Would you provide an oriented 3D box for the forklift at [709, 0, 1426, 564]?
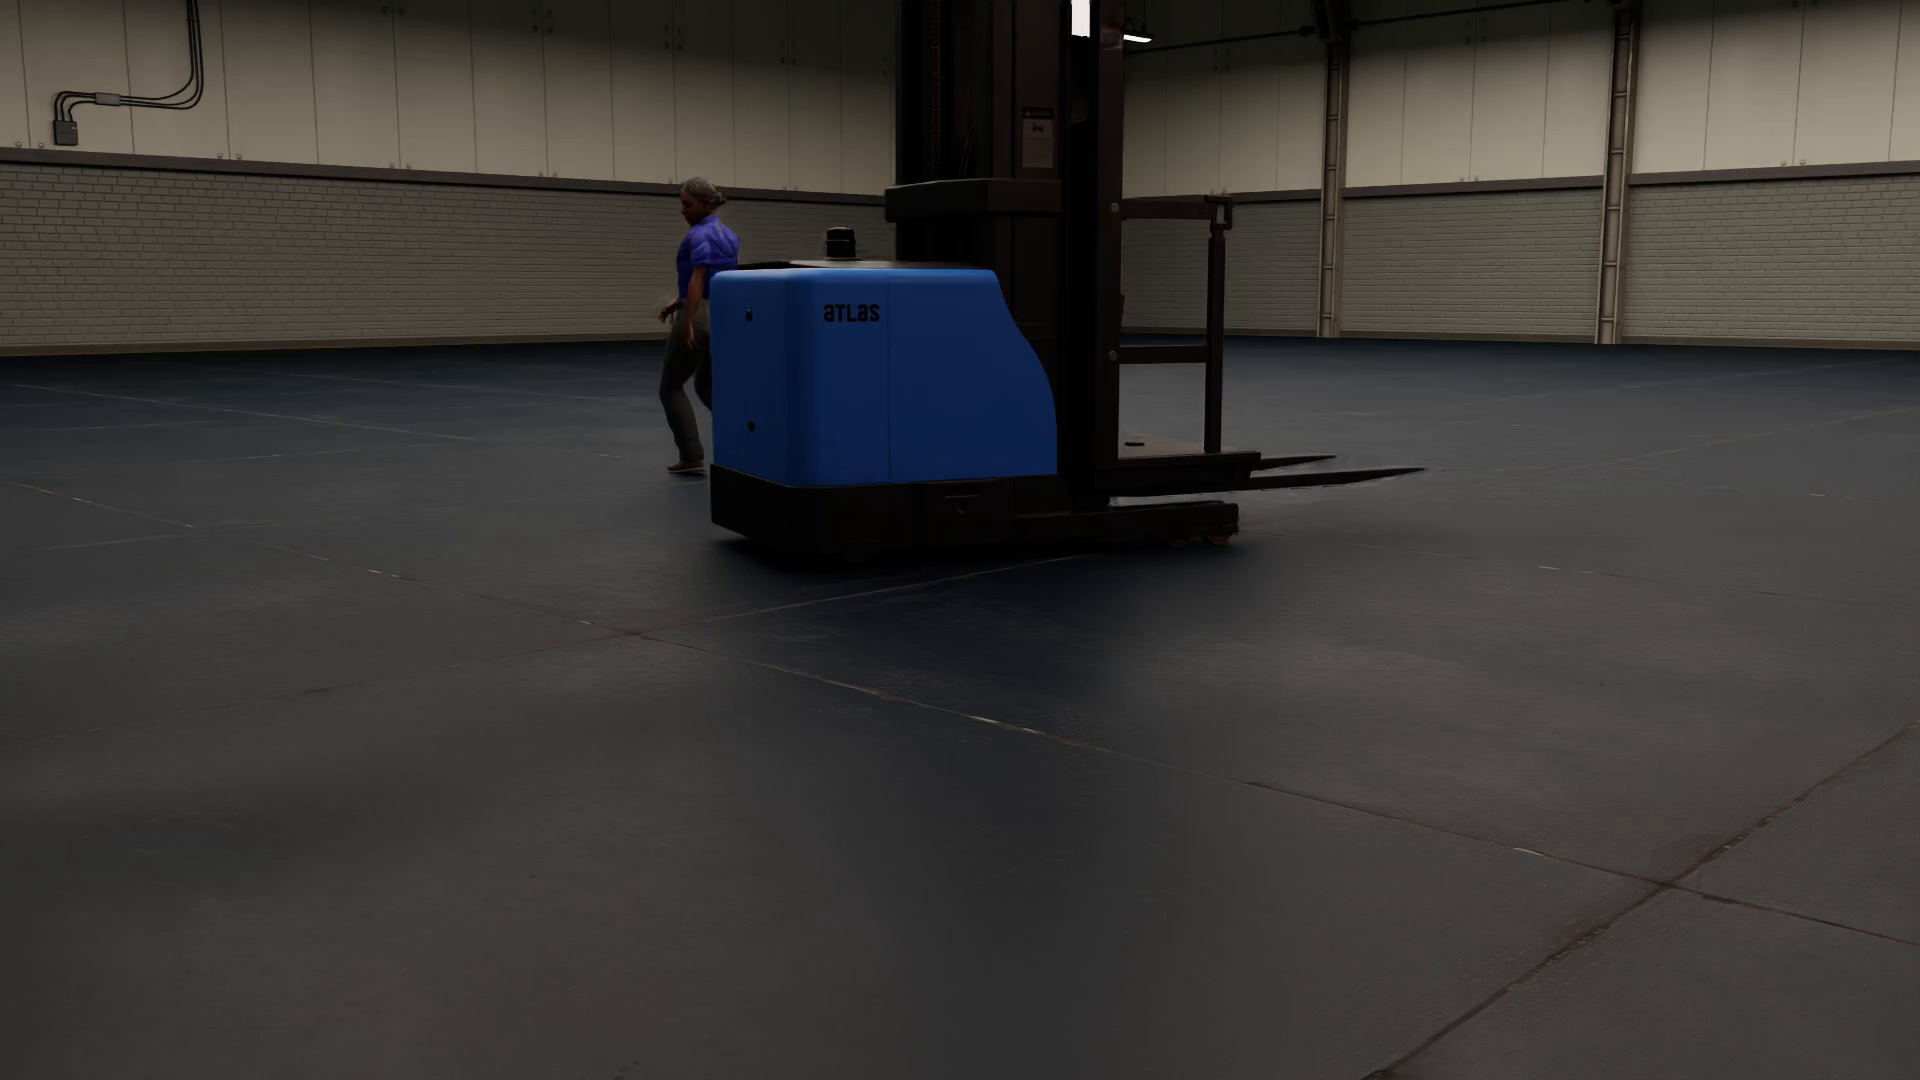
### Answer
[{"bbox_3d":[0.547,-1.490,6.767,3.031,2.935,1.130,-4,10,-26],"label":"forklift"}]

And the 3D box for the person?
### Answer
[{"bbox_3d":[-1.418,-1.142,8.970,0.603,1.603,0.595,6,11,36],"label":"person"}]
